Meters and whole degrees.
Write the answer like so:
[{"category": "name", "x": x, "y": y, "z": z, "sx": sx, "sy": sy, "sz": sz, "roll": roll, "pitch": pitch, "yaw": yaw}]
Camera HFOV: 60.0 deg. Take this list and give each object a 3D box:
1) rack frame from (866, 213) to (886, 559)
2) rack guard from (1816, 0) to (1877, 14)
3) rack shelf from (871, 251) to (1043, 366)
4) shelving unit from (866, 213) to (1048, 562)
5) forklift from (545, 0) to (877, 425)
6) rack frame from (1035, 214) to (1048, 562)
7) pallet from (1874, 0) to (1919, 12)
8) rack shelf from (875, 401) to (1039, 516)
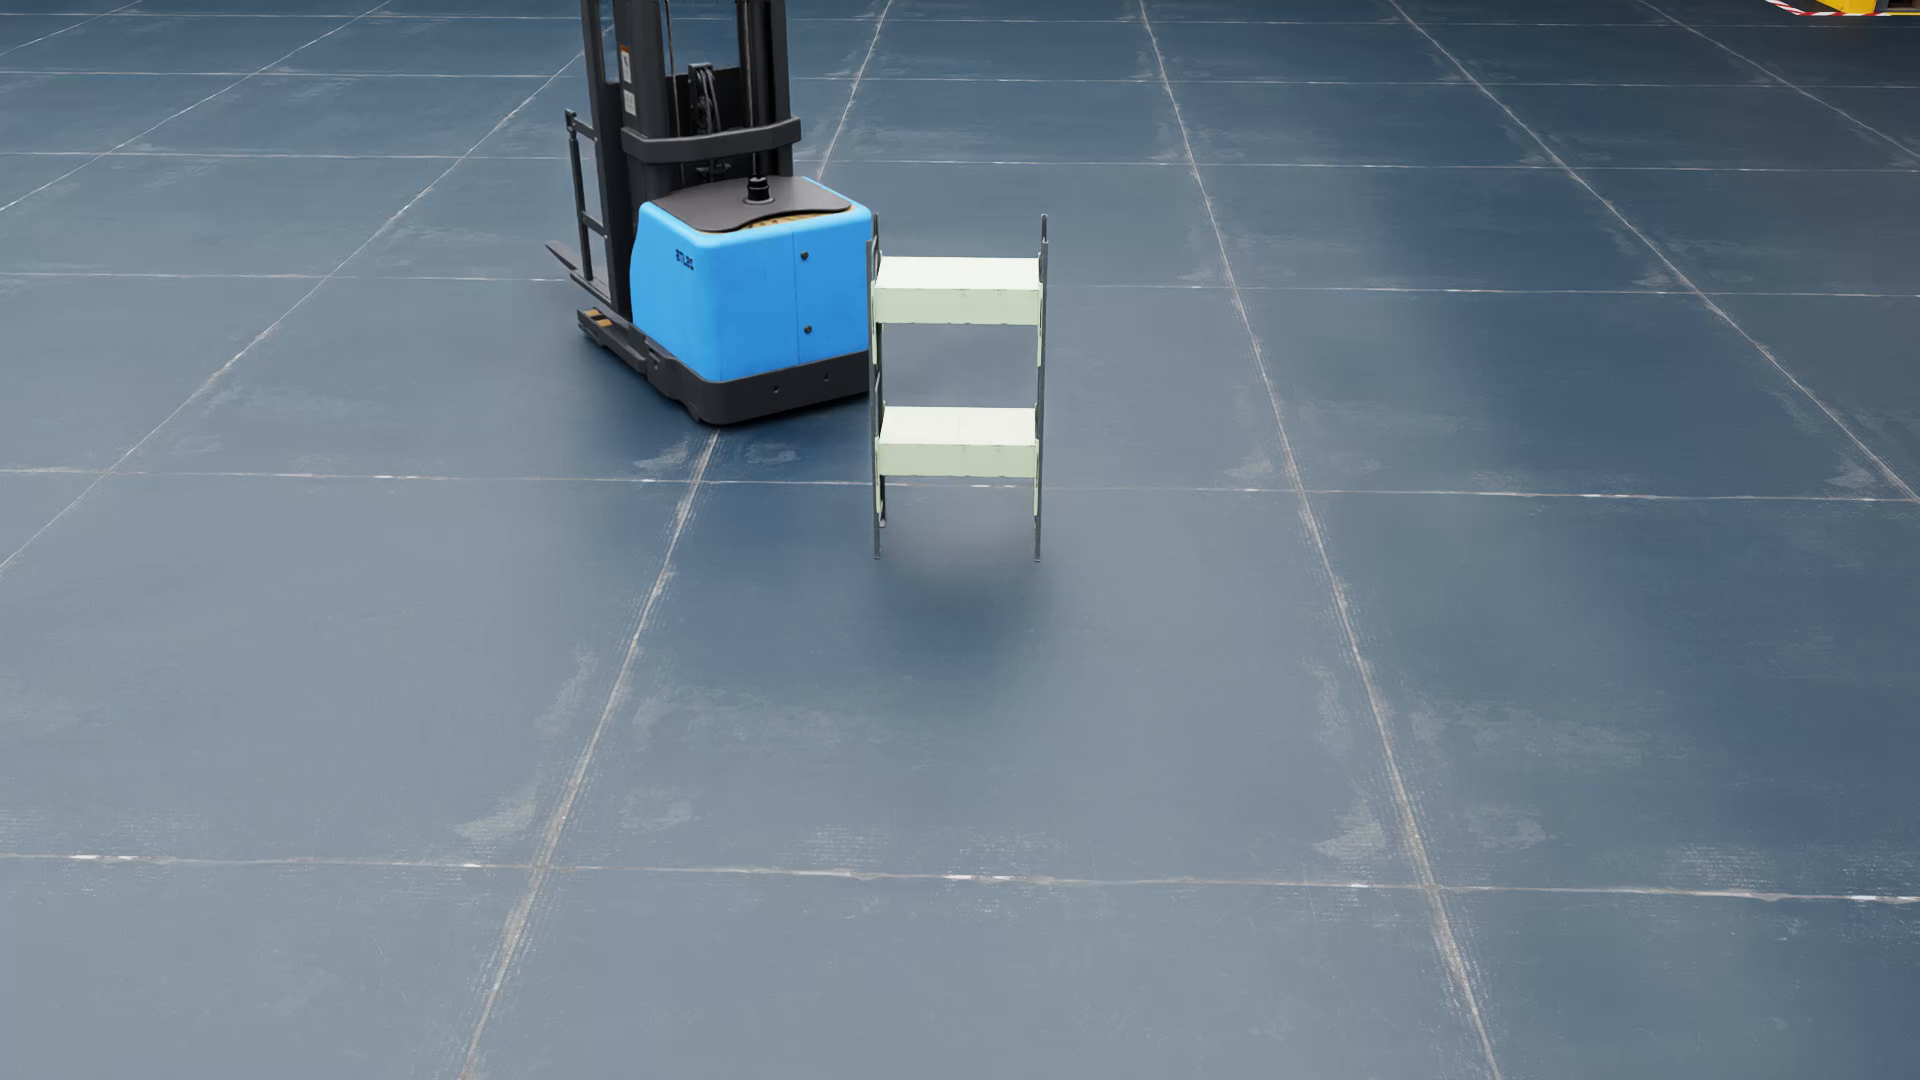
[{"category": "rack frame", "x": -0.372, "y": -0.669, "z": 7.410, "sx": 0.023, "sy": 1.500, "sz": 0.400, "roll": 1, "pitch": 28, "yaw": 2}, {"category": "rack guard", "x": 10.437, "y": -6.583, "z": 19.635, "sx": 0.348, "sy": 0.500, "sz": 1.175, "roll": 1, "pitch": 28, "yaw": 2}, {"category": "rack shelf", "x": -0.007, "y": -1.008, "z": 7.216, "sx": 0.720, "sy": 0.370, "sz": 0.431, "roll": 1, "pitch": 28, "yaw": 2}, {"category": "shelving unit", "x": -0.007, "y": -0.663, "z": 7.399, "sx": 0.755, "sy": 1.500, "sz": 0.431, "roll": 1, "pitch": 28, "yaw": 2}, {"category": "forklift", "x": -1.653, "y": -2.549, "z": 9.430, "sx": 1.130, "sy": 2.935, "sz": 3.031, "roll": -16, "pitch": 32, "yaw": -28}, {"category": "rack frame", "x": 0.359, "y": -0.657, "z": 7.388, "sx": 0.023, "sy": 1.500, "sz": 0.400, "roll": 1, "pitch": 28, "yaw": 2}, {"category": "pallet", "x": 11.227, "y": -6.462, "z": 19.715, "sx": 1.213, "sy": 0.211, "sz": 1.003, "roll": 1, "pitch": 28, "yaw": 2}, {"category": "rack shelf", "x": -0.007, "y": -0.375, "z": 7.552, "sx": 0.720, "sy": 0.370, "sz": 0.431, "roll": 1, "pitch": 28, "yaw": 2}]
